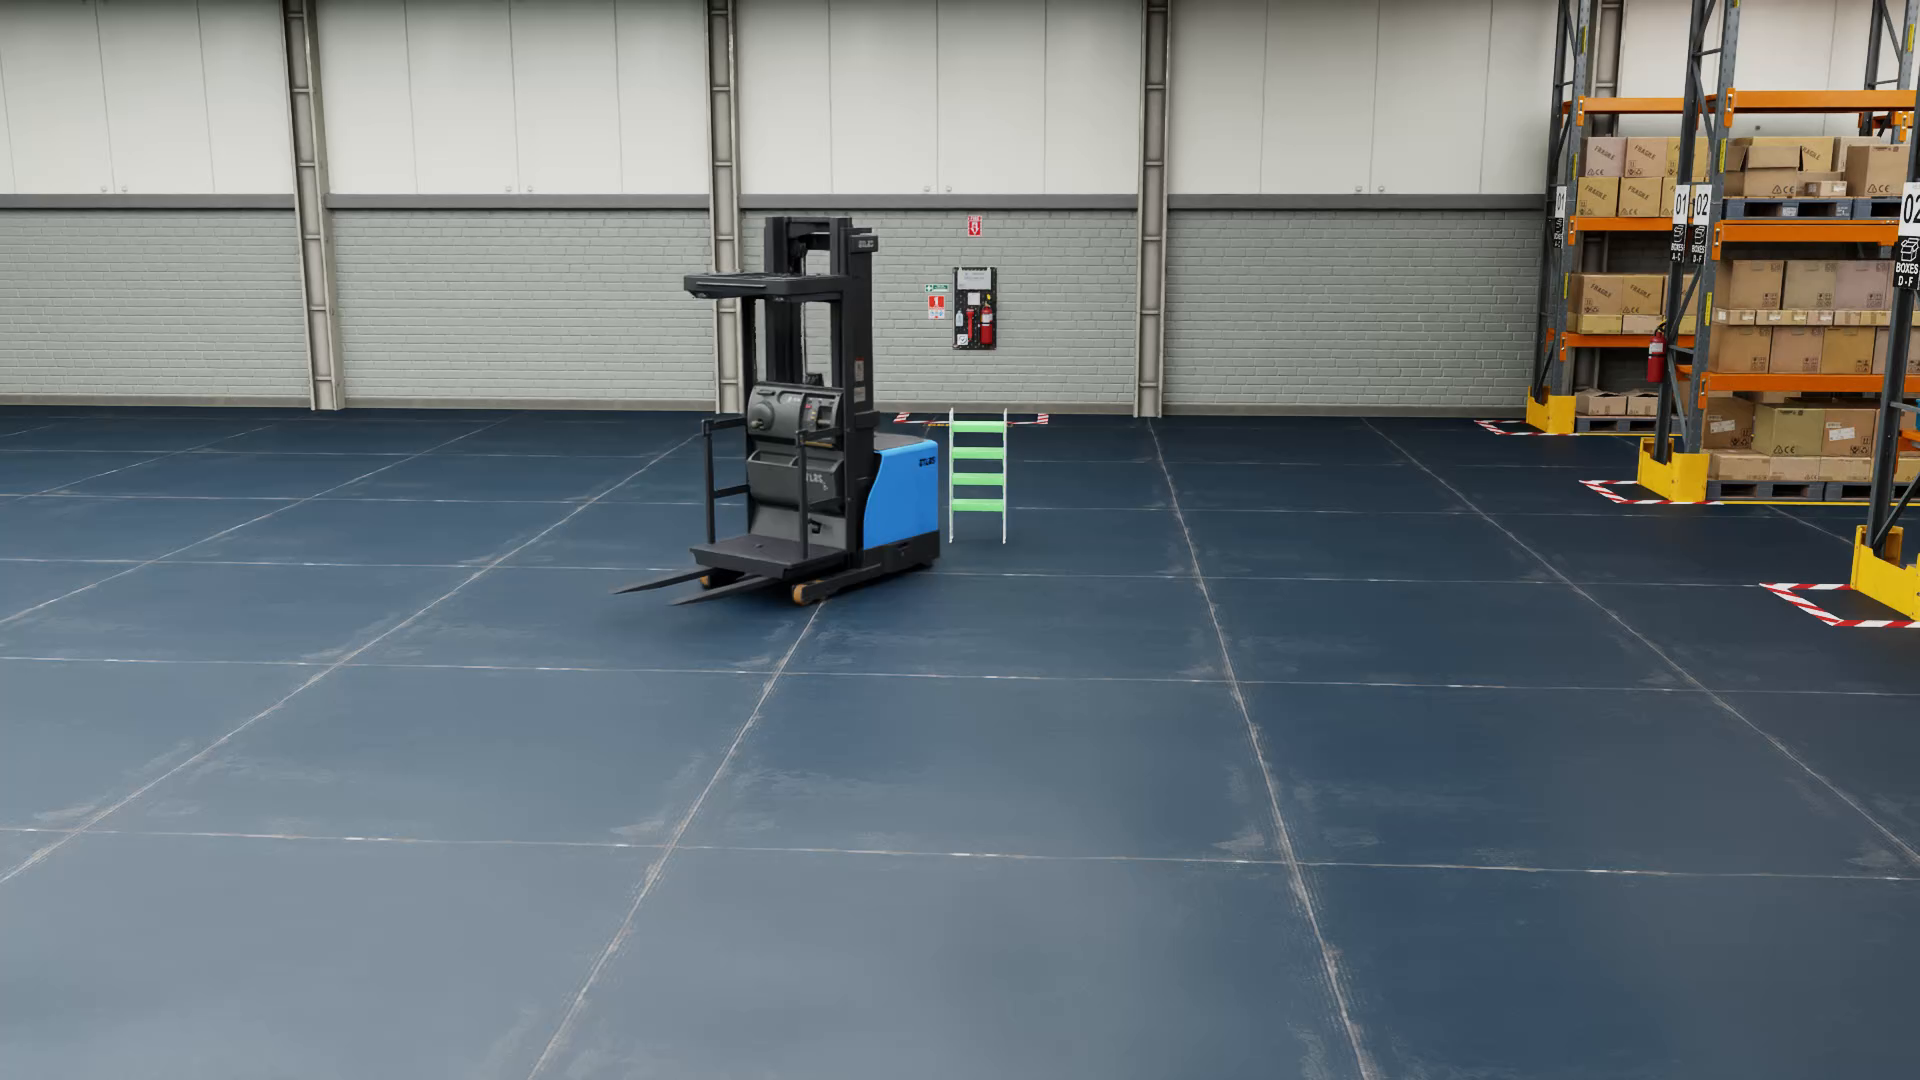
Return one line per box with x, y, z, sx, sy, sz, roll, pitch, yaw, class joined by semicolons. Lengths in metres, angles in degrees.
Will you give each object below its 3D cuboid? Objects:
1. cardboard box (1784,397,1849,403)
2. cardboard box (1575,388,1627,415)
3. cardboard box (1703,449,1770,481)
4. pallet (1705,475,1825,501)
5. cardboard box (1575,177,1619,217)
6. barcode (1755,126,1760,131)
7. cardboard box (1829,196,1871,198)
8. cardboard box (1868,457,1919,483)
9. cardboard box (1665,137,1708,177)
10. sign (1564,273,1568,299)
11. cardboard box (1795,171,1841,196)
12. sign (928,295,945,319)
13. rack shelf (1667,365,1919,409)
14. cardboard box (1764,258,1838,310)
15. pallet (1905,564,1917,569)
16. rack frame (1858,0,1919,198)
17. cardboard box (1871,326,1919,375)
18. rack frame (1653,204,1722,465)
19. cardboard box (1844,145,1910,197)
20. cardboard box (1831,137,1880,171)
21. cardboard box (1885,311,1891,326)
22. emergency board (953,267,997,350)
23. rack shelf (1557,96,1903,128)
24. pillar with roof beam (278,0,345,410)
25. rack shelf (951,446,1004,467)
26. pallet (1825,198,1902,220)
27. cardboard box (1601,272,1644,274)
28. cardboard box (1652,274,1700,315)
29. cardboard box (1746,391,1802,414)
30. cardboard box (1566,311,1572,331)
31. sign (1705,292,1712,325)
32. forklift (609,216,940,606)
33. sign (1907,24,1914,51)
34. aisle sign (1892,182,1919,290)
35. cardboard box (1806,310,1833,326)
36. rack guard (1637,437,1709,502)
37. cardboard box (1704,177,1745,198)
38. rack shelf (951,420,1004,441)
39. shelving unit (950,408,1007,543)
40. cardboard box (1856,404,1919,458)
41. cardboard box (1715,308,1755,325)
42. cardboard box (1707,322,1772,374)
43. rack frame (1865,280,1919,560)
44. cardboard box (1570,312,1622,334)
9.129;-1.247;17.744;0.500;0.500;0.500;1;12;4;cardboard box
8.587;-1.861;22.313;0.500;0.311;0.500;-1;12;-3;cardboard box
8.096;-0.784;17.364;0.500;0.250;0.500;1;12;4;cardboard box
8.342;-0.611;17.654;1.213;0.211;1.003;1;12;4;pallet
8.220;-4.461;21.630;0.500;0.500;0.500;1;12;5;cardboard box
10.536;-5.440;21.963;0.075;0.075;0.001;1;12;4;barcode
11.371;-4.418;21.426;0.500;0.500;0.500;1;12;5;cardboard box
9.592;-0.764;17.264;0.500;0.250;0.500;1;12;4;cardboard box
9.280;-4.929;21.427;0.500;0.500;0.500;1;12;5;cardboard box
7.867;-3.302;21.597;0.005;0.325;0.100;1;12;4;sign
8.742;-3.684;17.211;0.500;0.250;0.500;1;12;4;cardboard box
-0.335;-3.326;23.739;0.234;0.329;0.001;1;12;4;sign
9.571;-1.598;17.320;4.000;0.370;1.077;1;12;4;rack shelf
8.619;-2.646;17.159;0.500;0.500;0.700;0;12;2;cardboard box
8.130;0.403;12.808;1.213;0.211;1.003;1;12;4;pallet
11.894;-5.871;21.340;0.127;3.000;1.000;1;12;4;rack frame
9.585;-1.997;17.226;0.500;0.500;0.700;1;12;5;cardboard box
7.576;-1.977;17.377;0.127;3.000;1.000;1;12;4;rack frame
9.214;-3.690;16.627;0.500;0.500;0.500;1;12;4;cardboard box
11.376;-4.903;21.300;0.500;0.500;0.500;0;12;-1;cardboard box
9.486;-2.273;16.964;0.250;0.149;0.380;1;12;4;cardboard box
0.210;-3.280;23.606;0.643;1.169;0.194;1;12;4;emergency board
9.899;-5.545;21.545;4.000;0.370;1.077;1;12;4;rack shelf
-9.588;-5.460;19.373;0.400;9.000;9.100;1;12;4;pillar with roof beam
0.165;-0.757;15.080;0.480;0.148;0.258;1;12;4;rack shelf
9.500;-3.371;16.931;1.213;0.211;1.003;1;12;4;pallet
8.889;-3.321;22.286;0.500;0.500;0.500;1;12;5;cardboard box
9.367;-3.208;21.745;0.500;0.500;0.500;0;12;2;cardboard box
10.856;-1.933;22.194;0.500;0.500;0.500;0;12;-1;cardboard box
8.382;-2.959;22.388;0.500;0.250;0.500;1;12;5;cardboard box
7.533;-2.327;16.739;0.005;0.325;0.100;1;12;4;sign
-1.445;-1.041;13.067;1.130;2.935;3.031;8;15;35;forklift
11.839;-6.257;20.707;0.005;0.325;0.100;1;12;4;sign
7.189;-2.300;12.569;0.004;0.787;0.394;1;12;4;aisle sign
8.717;-2.284;17.014;0.250;0.149;0.380;1;12;3;cardboard box
7.552;-0.754;17.635;0.348;0.500;1.175;1;12;4;rack guard
9.808;-4.437;21.516;0.500;0.500;0.500;2;12;7;cardboard box
0.165;-0.992;15.031;0.480;0.148;0.258;1;12;4;rack shelf
0.165;-0.585;15.116;0.503;1.200;0.258;1;12;4;shelving unit
9.592;-1.130;17.186;0.500;0.500;0.500;1;12;4;cardboard box
7.953;-2.295;17.065;0.250;0.149;0.380;1;12;3;cardboard box
8.041;-2.017;17.324;0.500;0.500;0.700;1;12;4;cardboard box
7.241;-0.966;12.540;0.127;3.000;1.000;1;12;4;rack frame
8.369;-2.854;21.887;0.500;0.250;0.500;0;12;2;cardboard box
